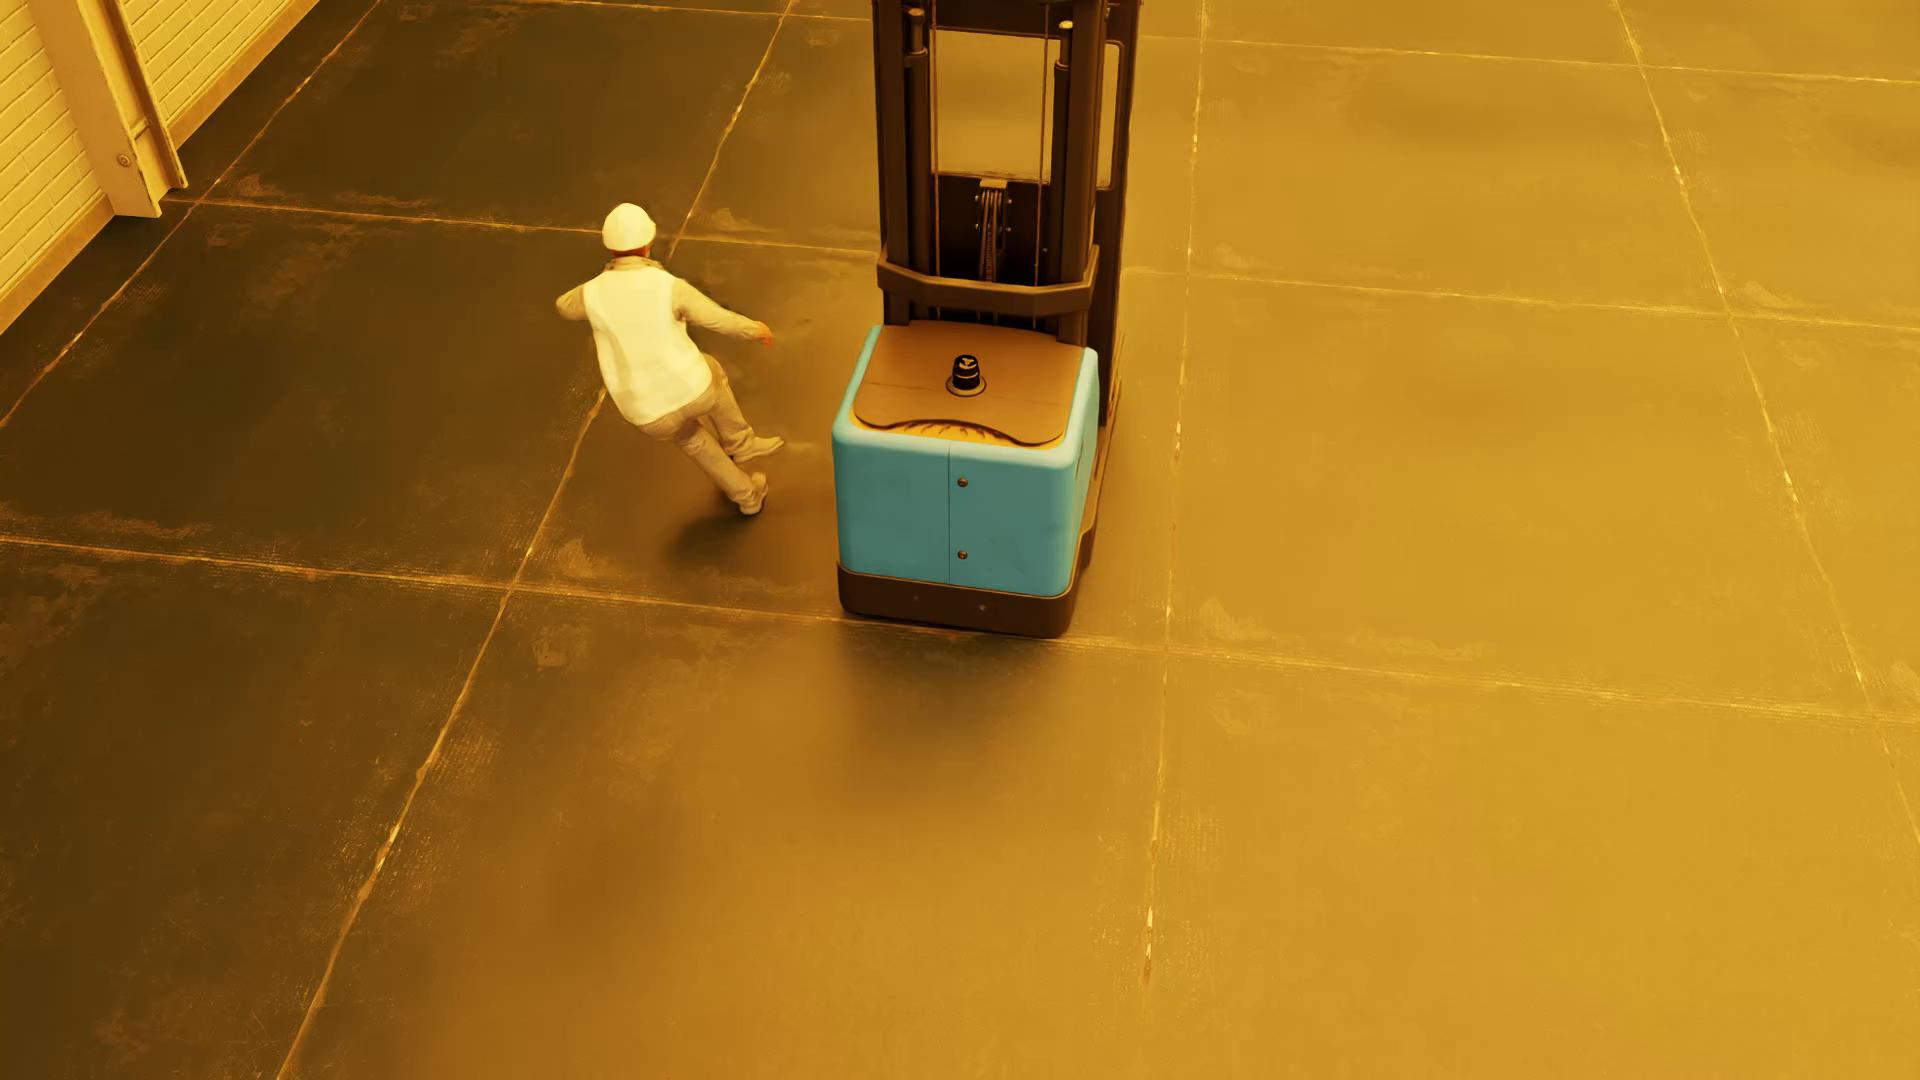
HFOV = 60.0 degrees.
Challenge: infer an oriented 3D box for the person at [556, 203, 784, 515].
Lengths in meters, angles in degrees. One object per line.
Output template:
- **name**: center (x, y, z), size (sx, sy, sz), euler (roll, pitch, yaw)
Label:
- **person**: center (-1.324, -0.846, 7.688), size (0.948, 1.542, 0.885), euler (-11, 44, -12)

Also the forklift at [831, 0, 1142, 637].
- **forklift**: center (0.229, -1.657, 7.528), size (1.130, 2.935, 3.031), euler (7, 43, 8)
